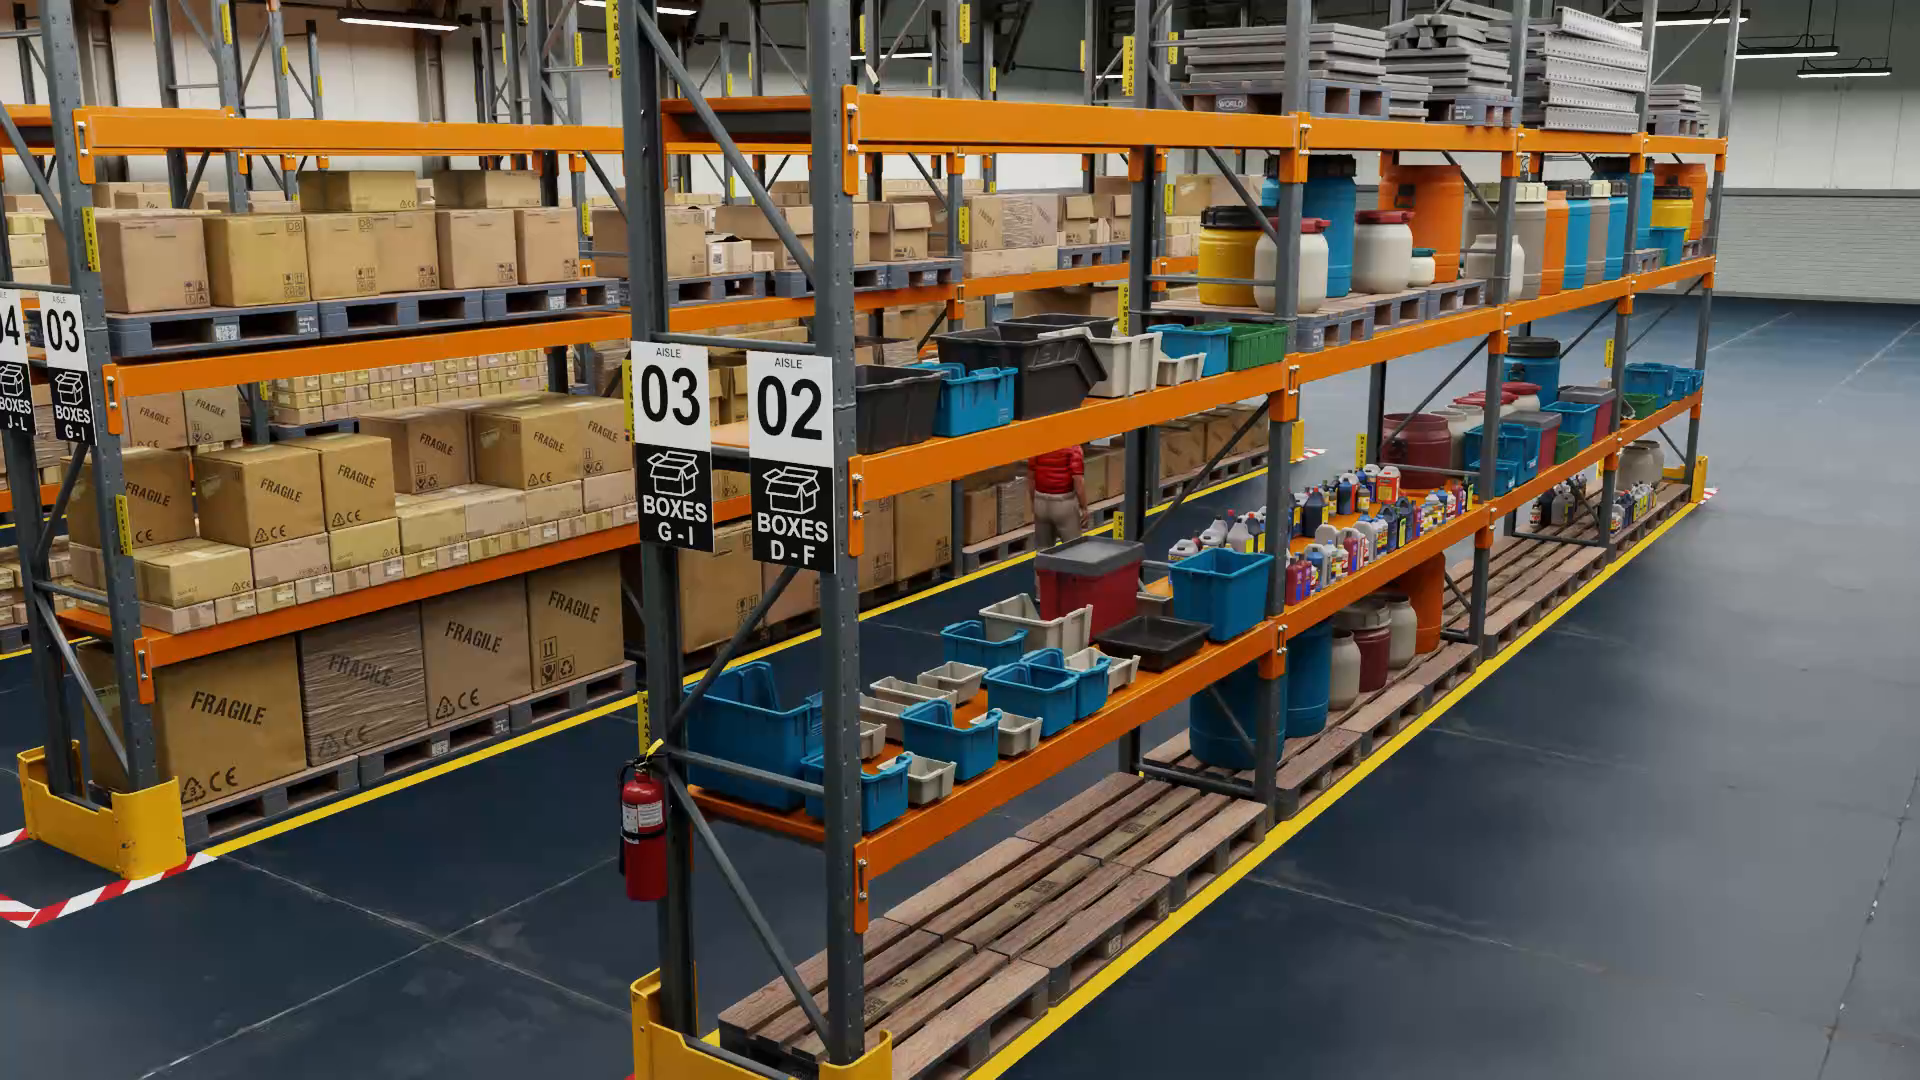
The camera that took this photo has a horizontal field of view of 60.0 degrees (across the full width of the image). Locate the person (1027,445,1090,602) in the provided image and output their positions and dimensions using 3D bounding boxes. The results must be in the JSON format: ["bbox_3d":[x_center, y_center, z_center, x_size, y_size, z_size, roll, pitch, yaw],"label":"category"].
[{"bbox_3d":[0.872,-0.285,14.757,0.586,1.727,0.393,9,15,33],"label":"person"}]
